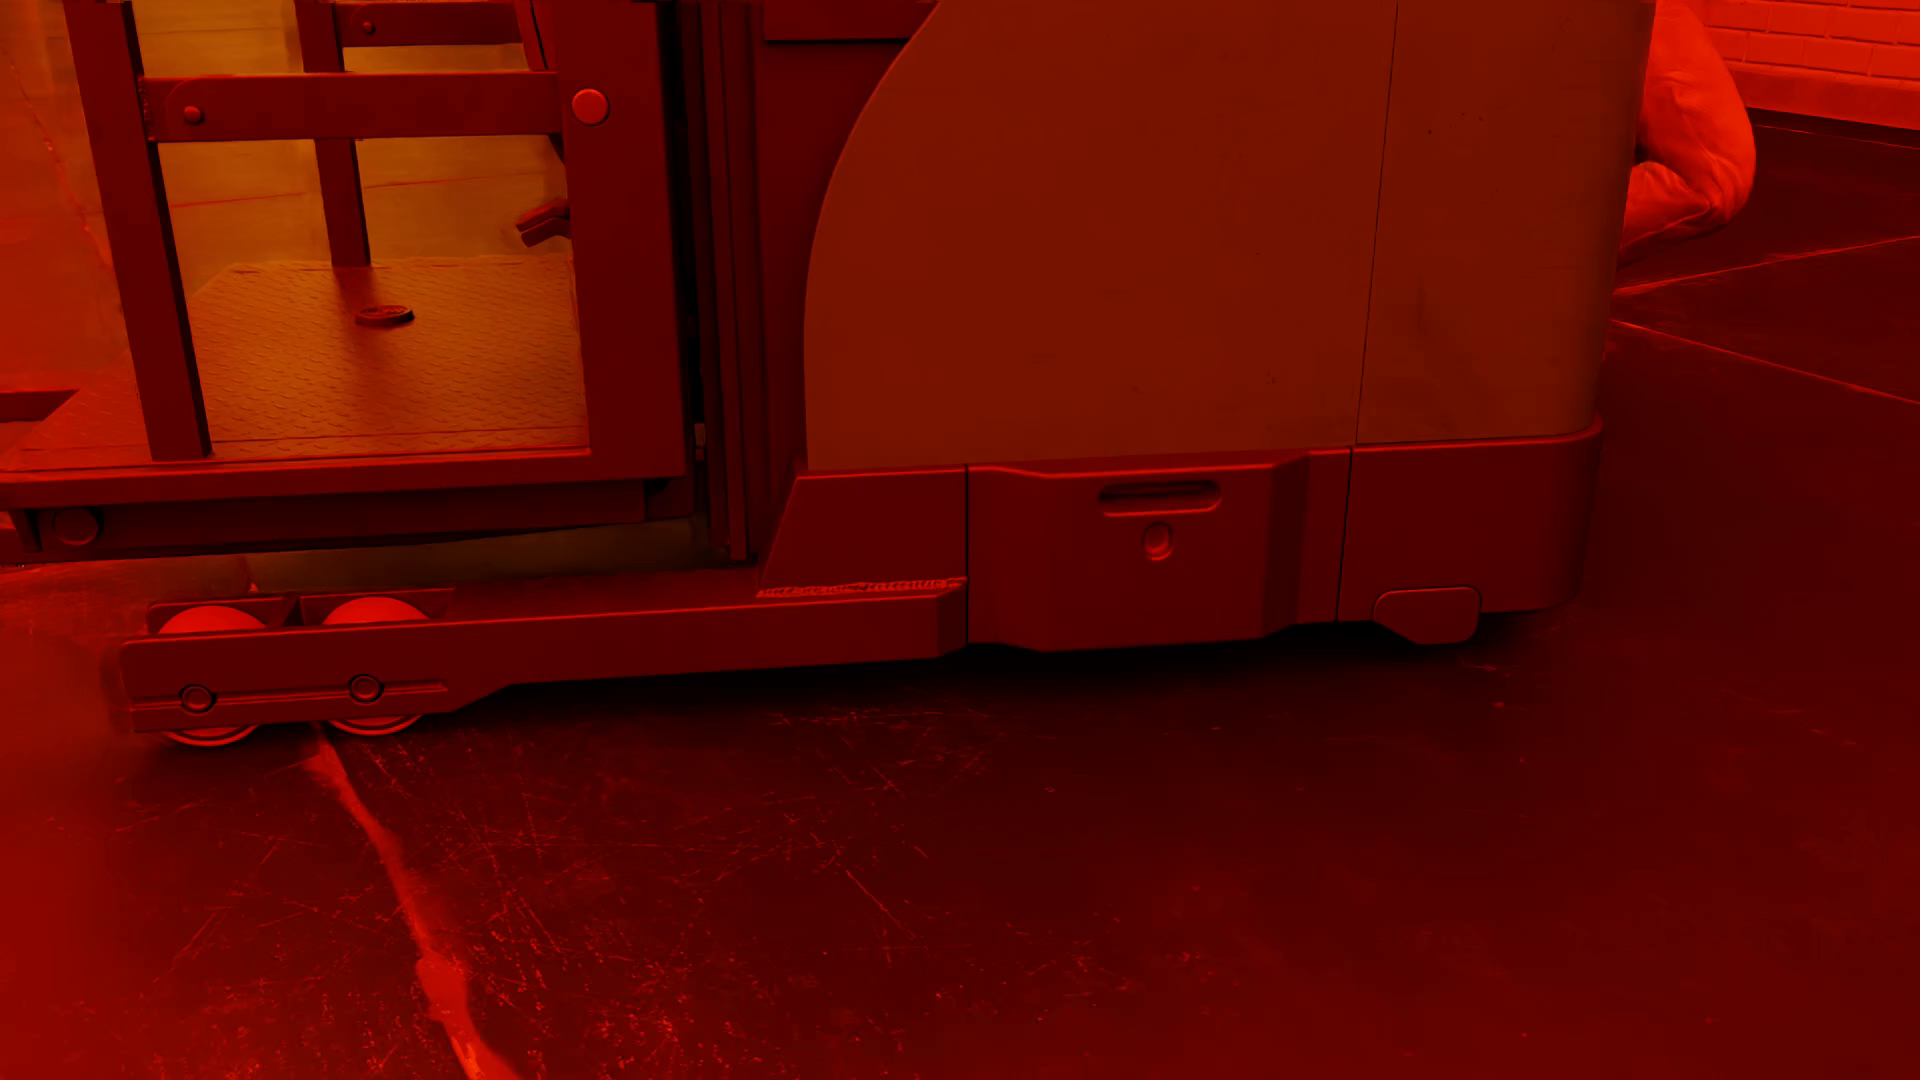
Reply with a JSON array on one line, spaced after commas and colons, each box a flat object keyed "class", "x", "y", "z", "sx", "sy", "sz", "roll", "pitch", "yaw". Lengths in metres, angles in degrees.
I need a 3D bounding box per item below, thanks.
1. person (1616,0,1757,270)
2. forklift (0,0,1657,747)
[{"class": "person", "x": 1.019, "y": -0.967, "z": 2.829, "sx": 0.751, "sy": 1.654, "sz": 0.624, "roll": -10, "pitch": 24, "yaw": -23}, {"class": "forklift", "x": -0.704, "y": -1.319, "z": 1.988, "sx": 3.031, "sy": 2.935, "sz": 1.130, "roll": -3, "pitch": 22, "yaw": -7}]
